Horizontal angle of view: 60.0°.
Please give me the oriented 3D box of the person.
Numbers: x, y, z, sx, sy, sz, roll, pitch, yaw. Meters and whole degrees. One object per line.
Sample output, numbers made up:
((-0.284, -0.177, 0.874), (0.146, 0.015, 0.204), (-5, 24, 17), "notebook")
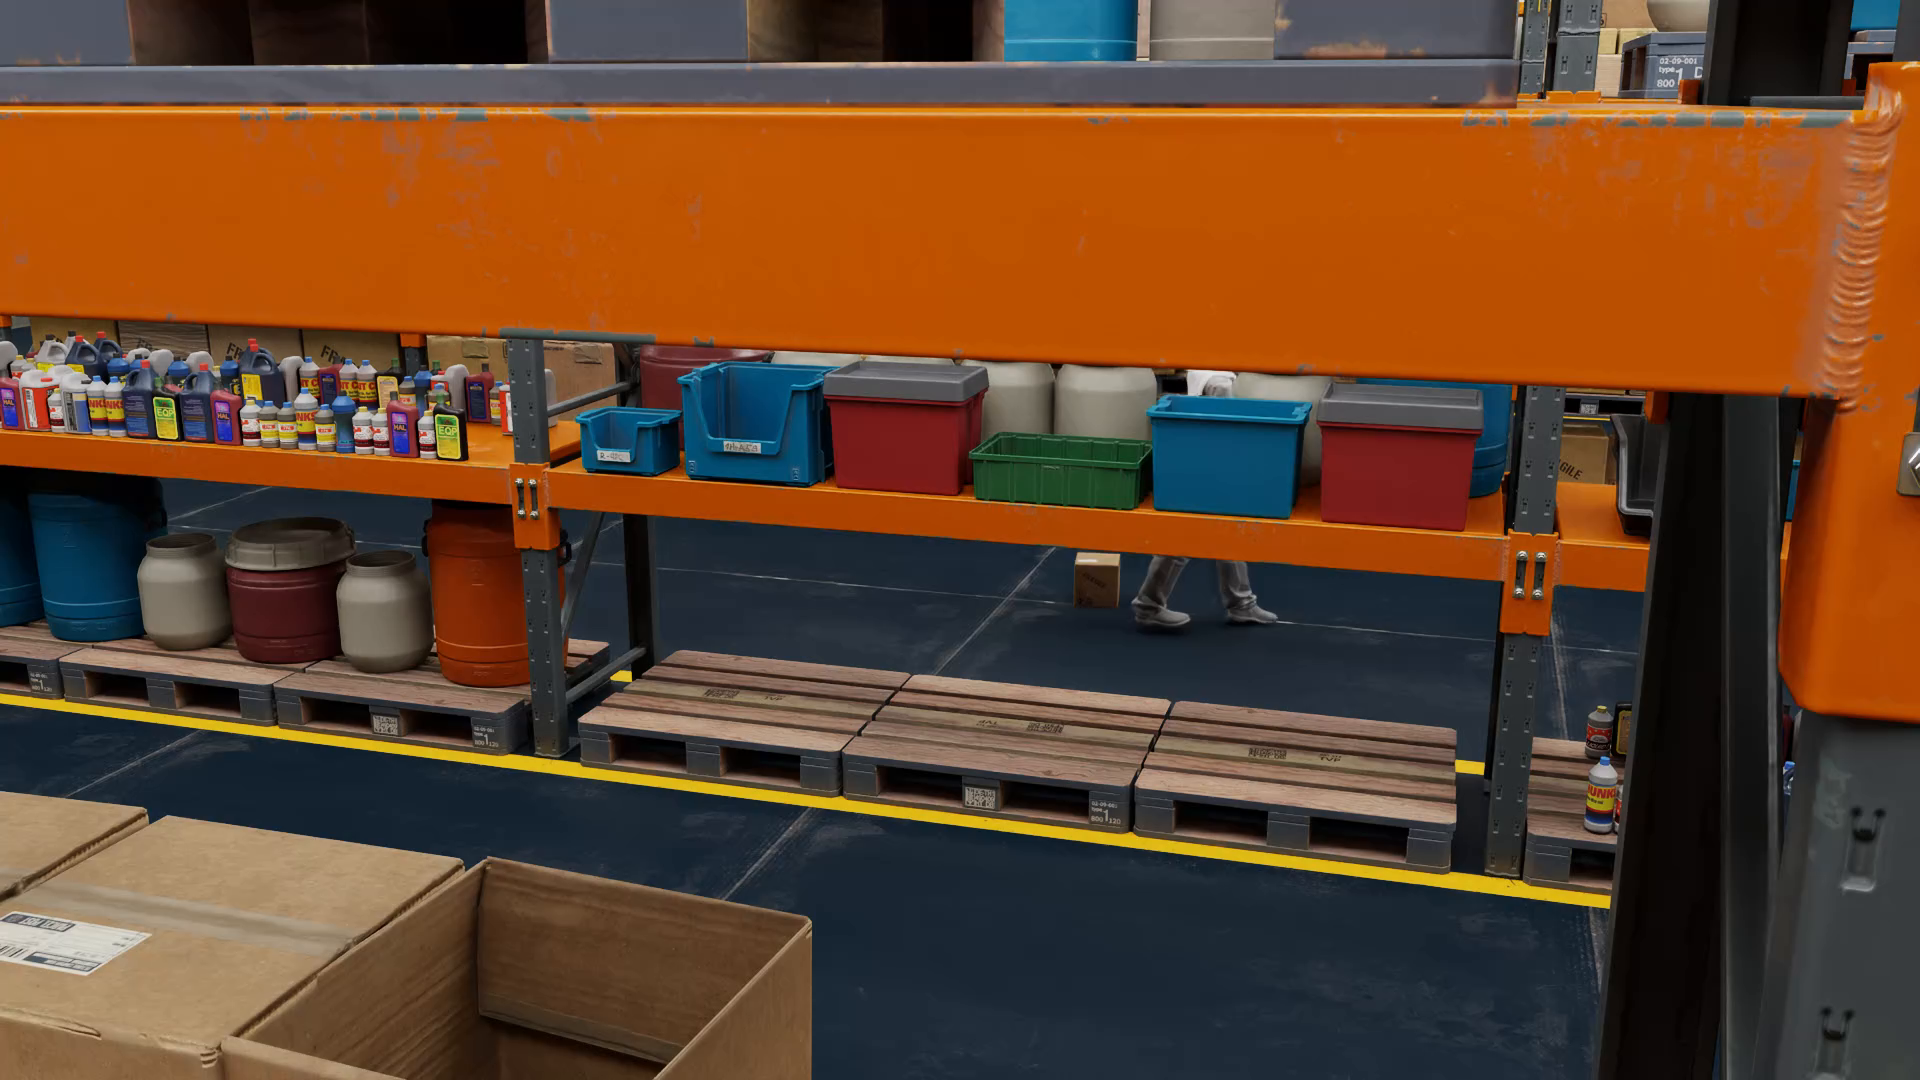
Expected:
((1.335, -0.358, 8.812), (0.813, 1.767, 0.565), (1, 15, 4), "person")
